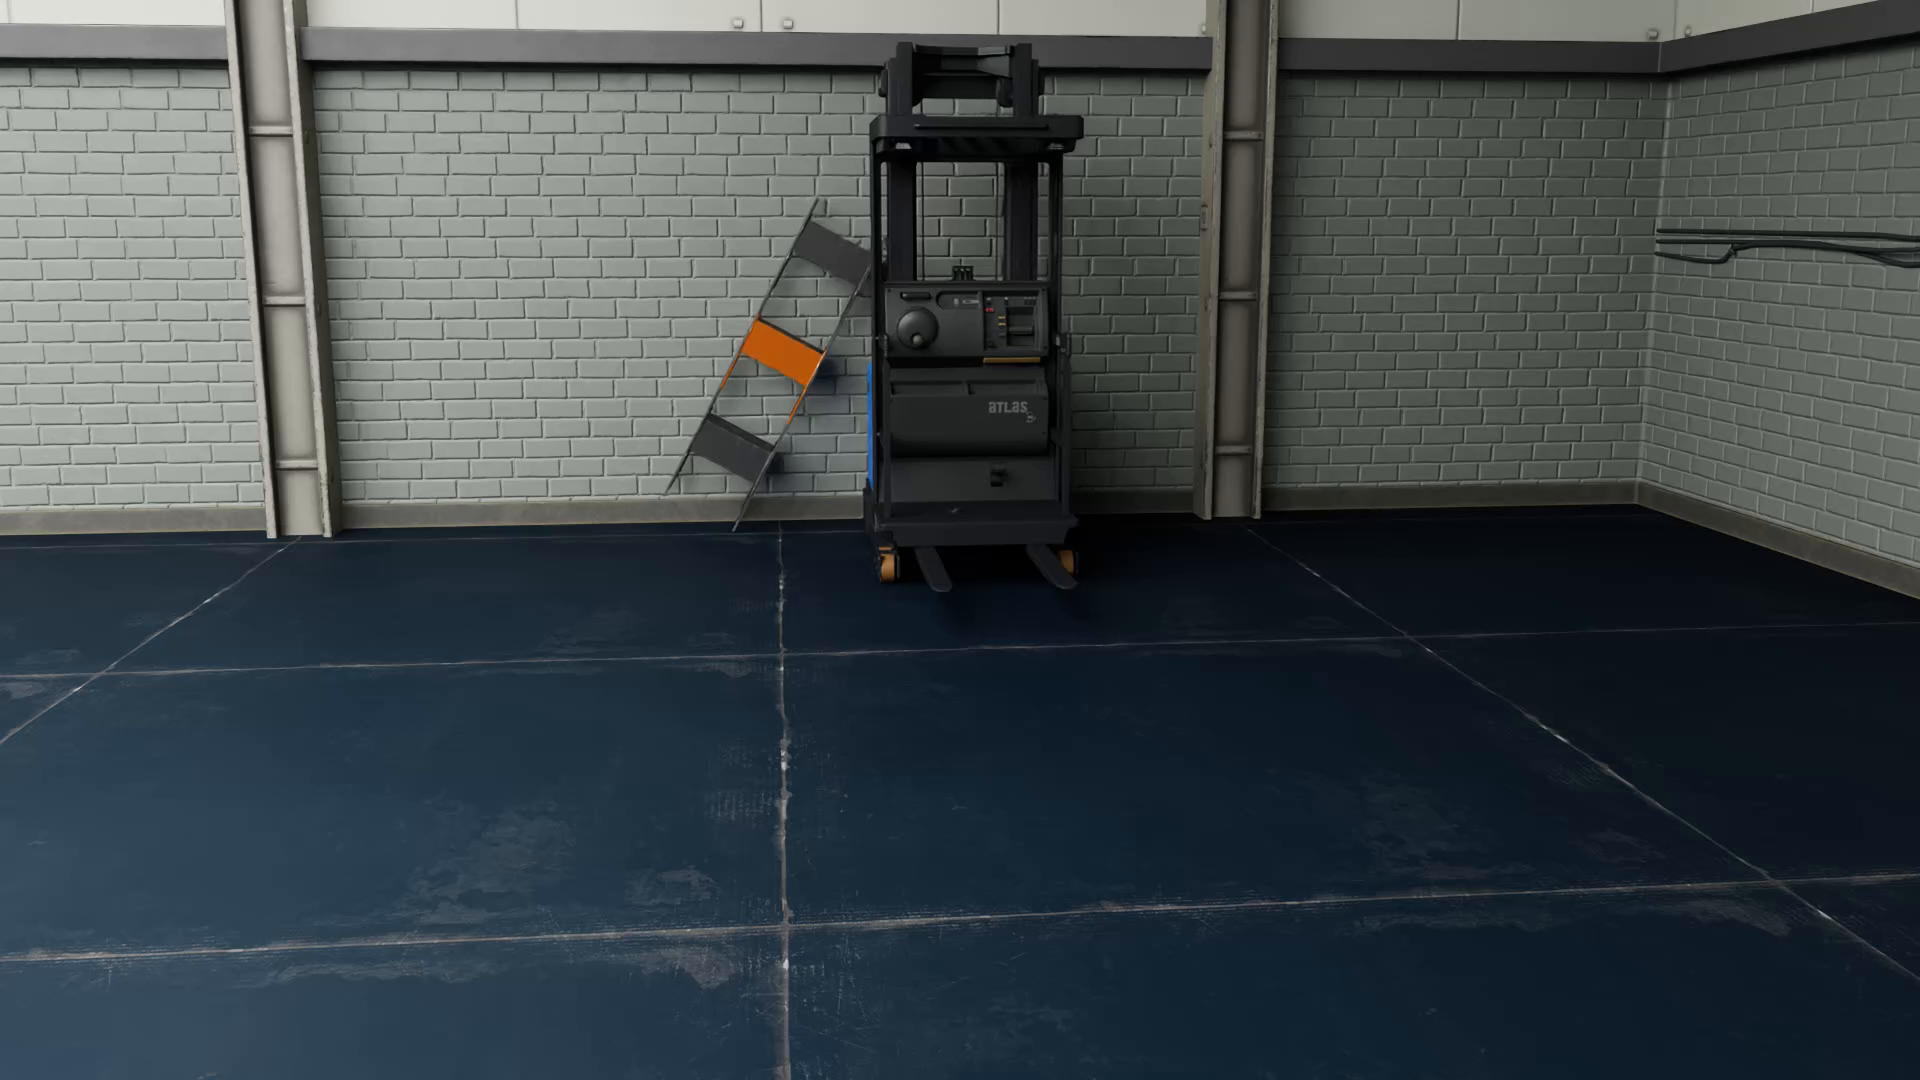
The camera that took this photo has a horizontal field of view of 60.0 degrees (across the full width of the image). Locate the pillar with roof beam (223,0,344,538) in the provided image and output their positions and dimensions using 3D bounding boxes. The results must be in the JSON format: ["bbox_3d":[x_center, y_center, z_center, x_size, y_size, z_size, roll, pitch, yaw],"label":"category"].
[{"bbox_3d":[-3.700,-3.635,5.531,0.400,9.000,9.100,-1,11,-6],"label":"pillar with roof beam"}]

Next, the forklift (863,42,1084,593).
[{"bbox_3d":[0.064,-1.272,9.238,1.130,2.935,3.031,-1,11,-6],"label":"forklift"}]

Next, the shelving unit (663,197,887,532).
[{"bbox_3d":[-1.174,-1.116,10.602,0.503,2.100,0.431,27,7,-8],"label":"shelving unit"}]

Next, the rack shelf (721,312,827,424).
[{"bbox_3d":[-1.181,-1.104,10.604,0.480,0.518,0.431,27,7,-8],"label":"rack shelf"}]

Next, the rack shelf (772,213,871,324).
[{"bbox_3d":[-0.850,-1.715,10.518,0.480,0.518,0.431,27,7,-8],"label":"rack shelf"}]

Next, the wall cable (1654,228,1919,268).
[{"bbox_3d":[4.872,-2.870,9.688,0.112,2.526,3.097,-1,11,-6],"label":"wall cable"}]

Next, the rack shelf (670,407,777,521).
[{"bbox_3d":[-1.512,-0.494,10.690,0.480,0.518,0.431,27,7,-8],"label":"rack shelf"}]

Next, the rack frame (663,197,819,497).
[{"bbox_3d":[-1.389,-1.227,10.567,0.015,2.100,0.400,27,7,-8],"label":"rack frame"}]

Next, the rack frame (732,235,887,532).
[{"bbox_3d":[-0.960,-1.005,10.637,0.015,2.100,0.400,27,7,-8],"label":"rack frame"}]

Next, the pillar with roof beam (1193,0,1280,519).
[{"bbox_3d":[2.265,-3.760,6.167,0.400,9.000,9.100,-1,11,-6],"label":"pillar with roof beam"}]
